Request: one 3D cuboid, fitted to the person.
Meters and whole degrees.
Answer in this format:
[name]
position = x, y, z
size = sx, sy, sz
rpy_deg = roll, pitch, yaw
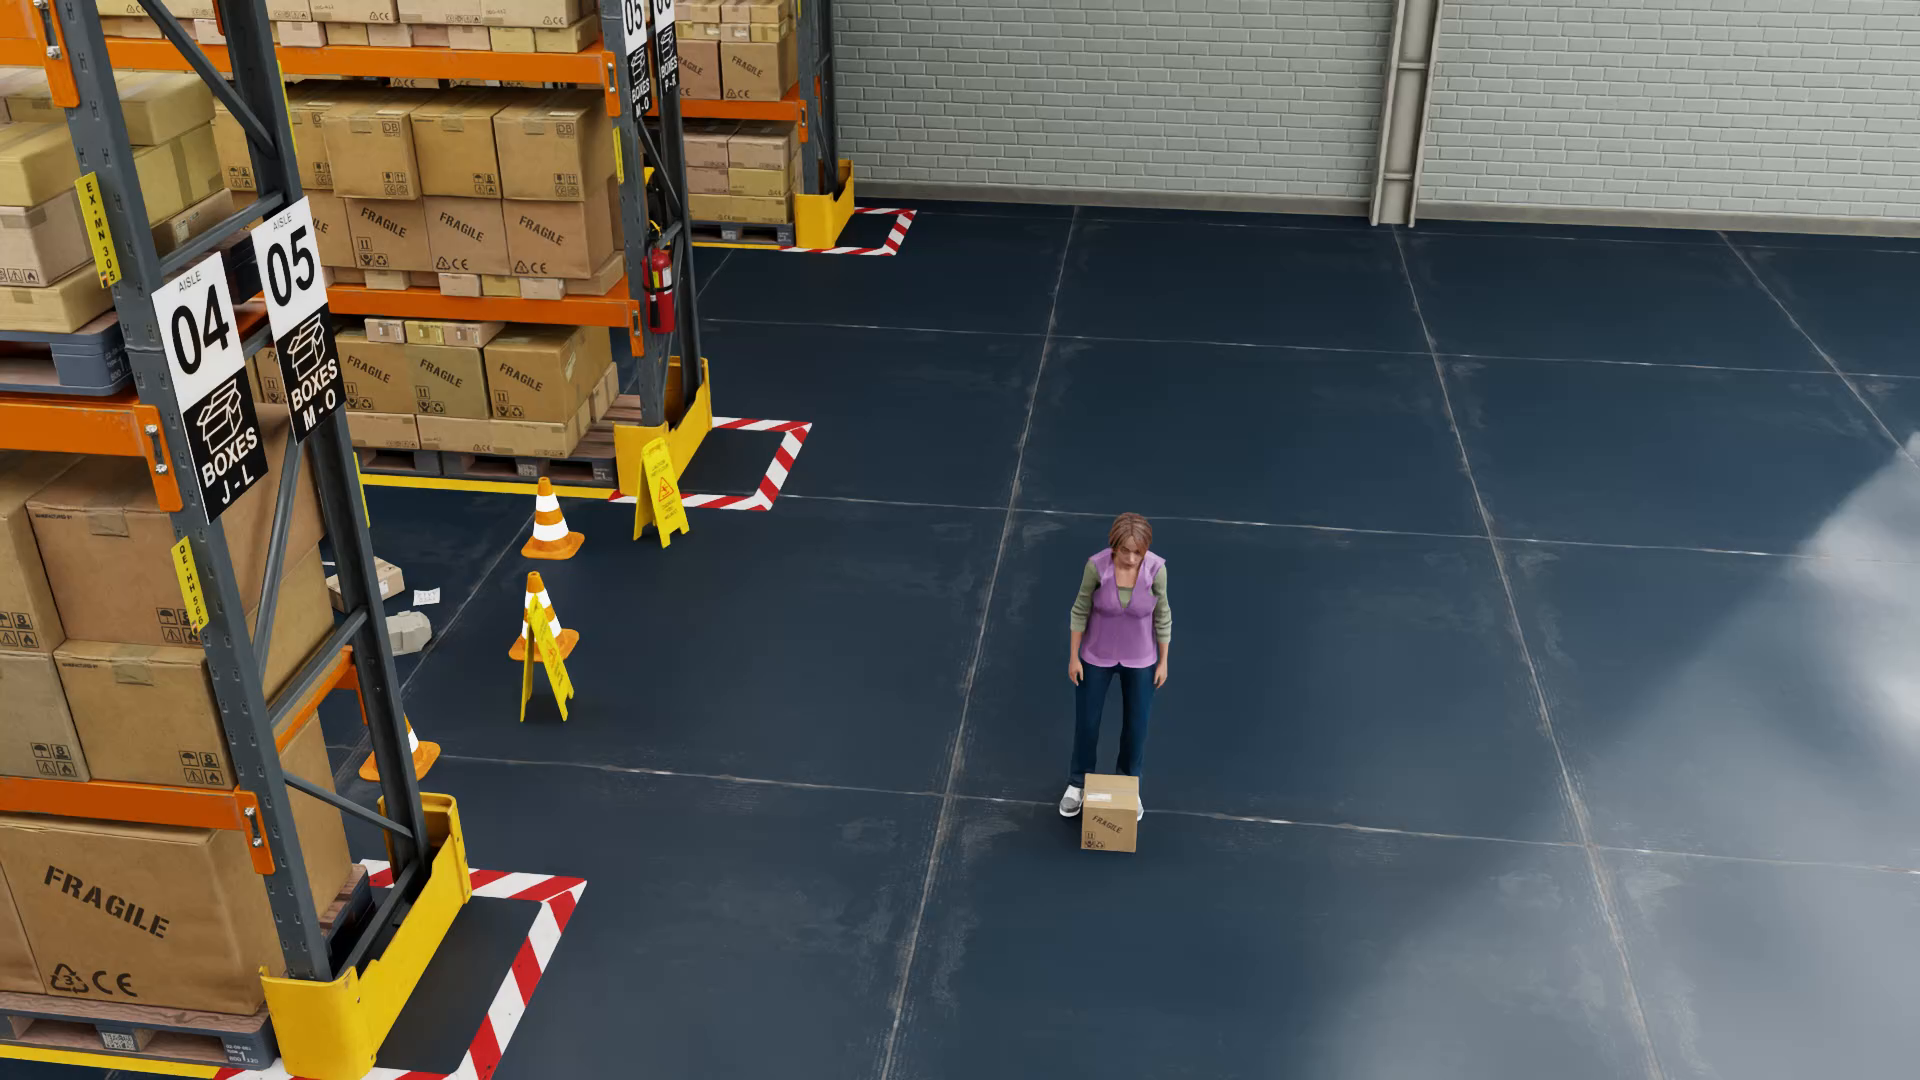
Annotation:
[person]
position = 0.720, 0.561, 7.616
size = 0.480, 1.592, 0.347
rpy_deg = 2, 29, 3
